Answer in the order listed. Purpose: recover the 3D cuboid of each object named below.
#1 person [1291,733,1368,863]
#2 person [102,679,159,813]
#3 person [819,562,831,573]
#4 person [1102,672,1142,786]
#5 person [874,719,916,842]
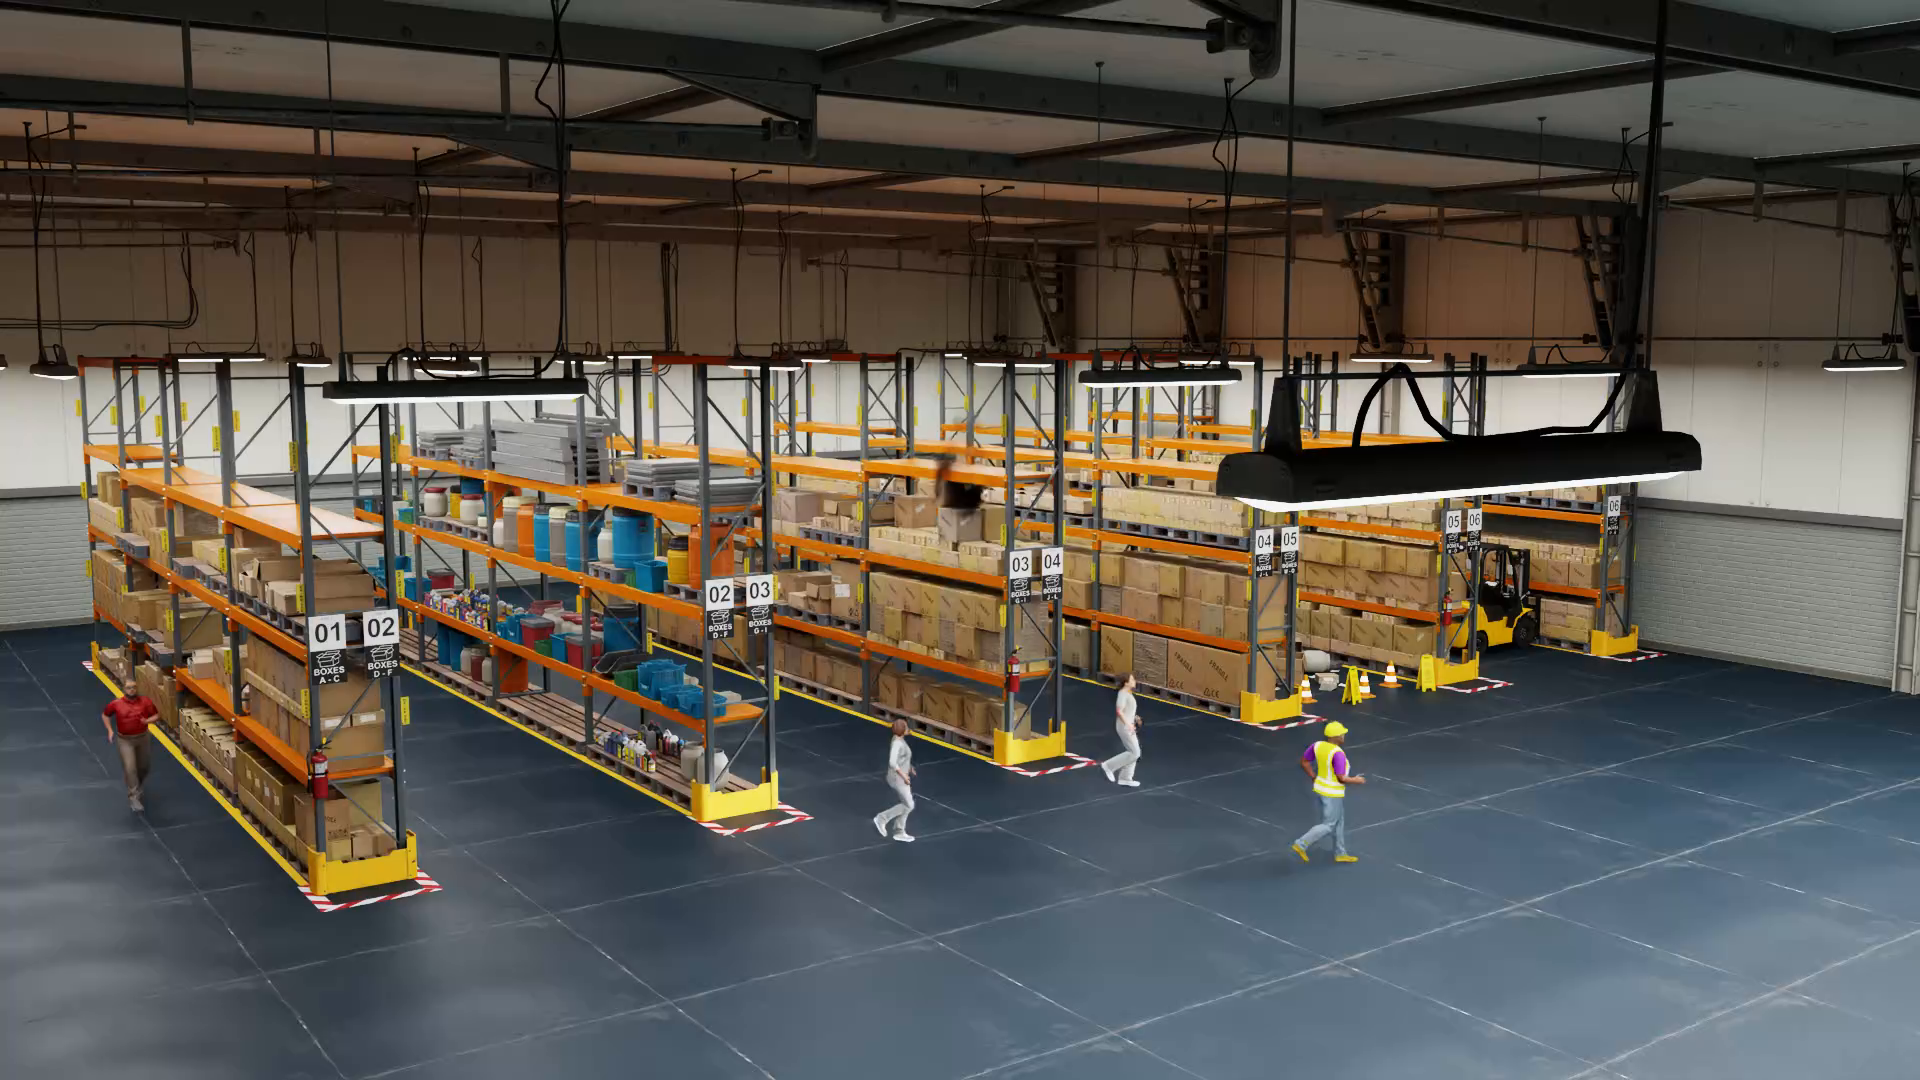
[{"bbox_3d":[4.379,3.066,19.917,0.948,1.717,0.681,-2,7,-17],"label":"person"},{"bbox_3d":[-11.168,2.735,22.482,0.662,1.716,0.962,-6,9,-38],"label":"person"},{"bbox_3d":[-3.419,0.288,42.101,0.767,1.641,0.680,5,8,34],"label":"person"},{"bbox_3d":[2.299,2.673,23.584,0.563,1.642,0.583,1,7,6],"label":"person"},{"bbox_3d":[-0.823,3.029,20.969,0.539,1.574,0.559,0,7,-3],"label":"person"}]
